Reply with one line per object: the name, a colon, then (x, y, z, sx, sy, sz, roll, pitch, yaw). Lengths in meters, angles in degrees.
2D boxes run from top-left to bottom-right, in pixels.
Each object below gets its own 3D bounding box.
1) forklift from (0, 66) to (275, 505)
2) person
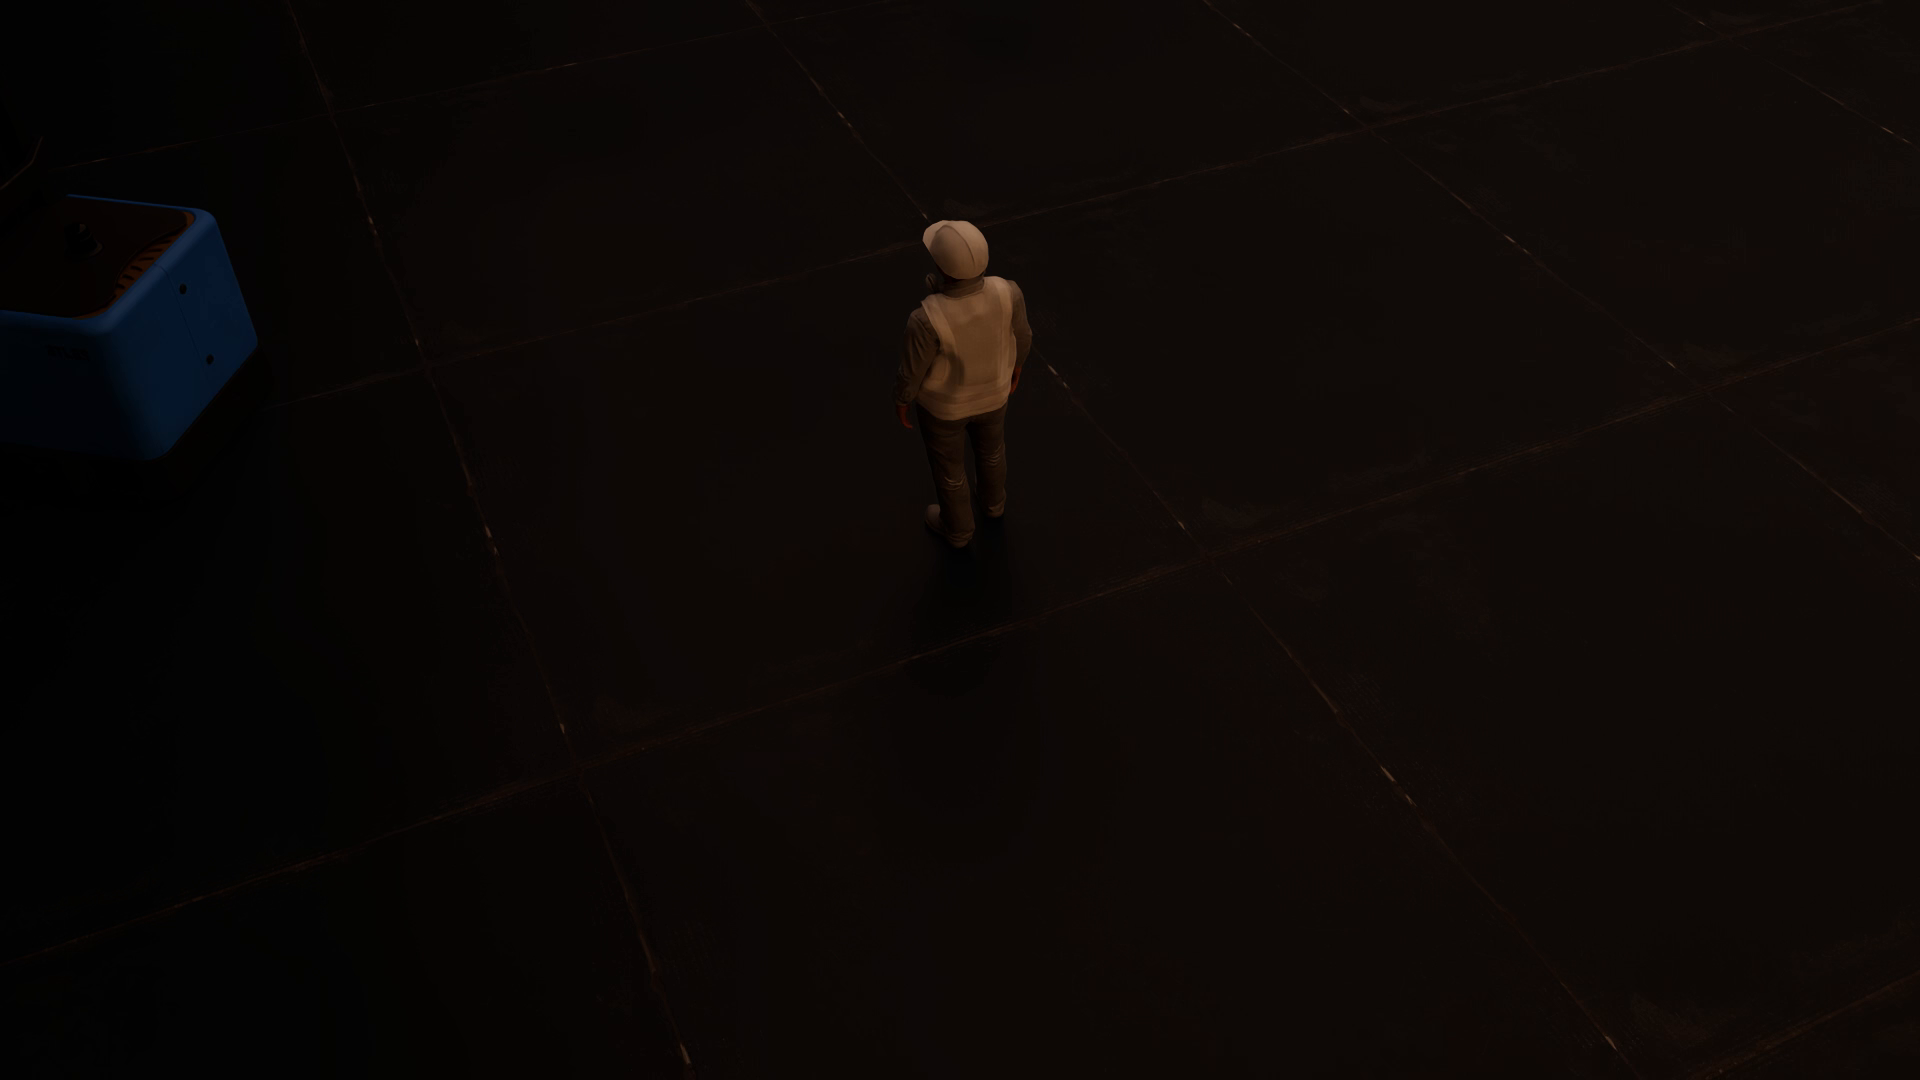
forklift: (-5.114, -1.740, 7.544, 3.031, 2.935, 1.130, 8, 44, 8)
person: (-0.020, -0.695, 7.262, 0.633, 1.775, 0.566, -18, 46, -18)
